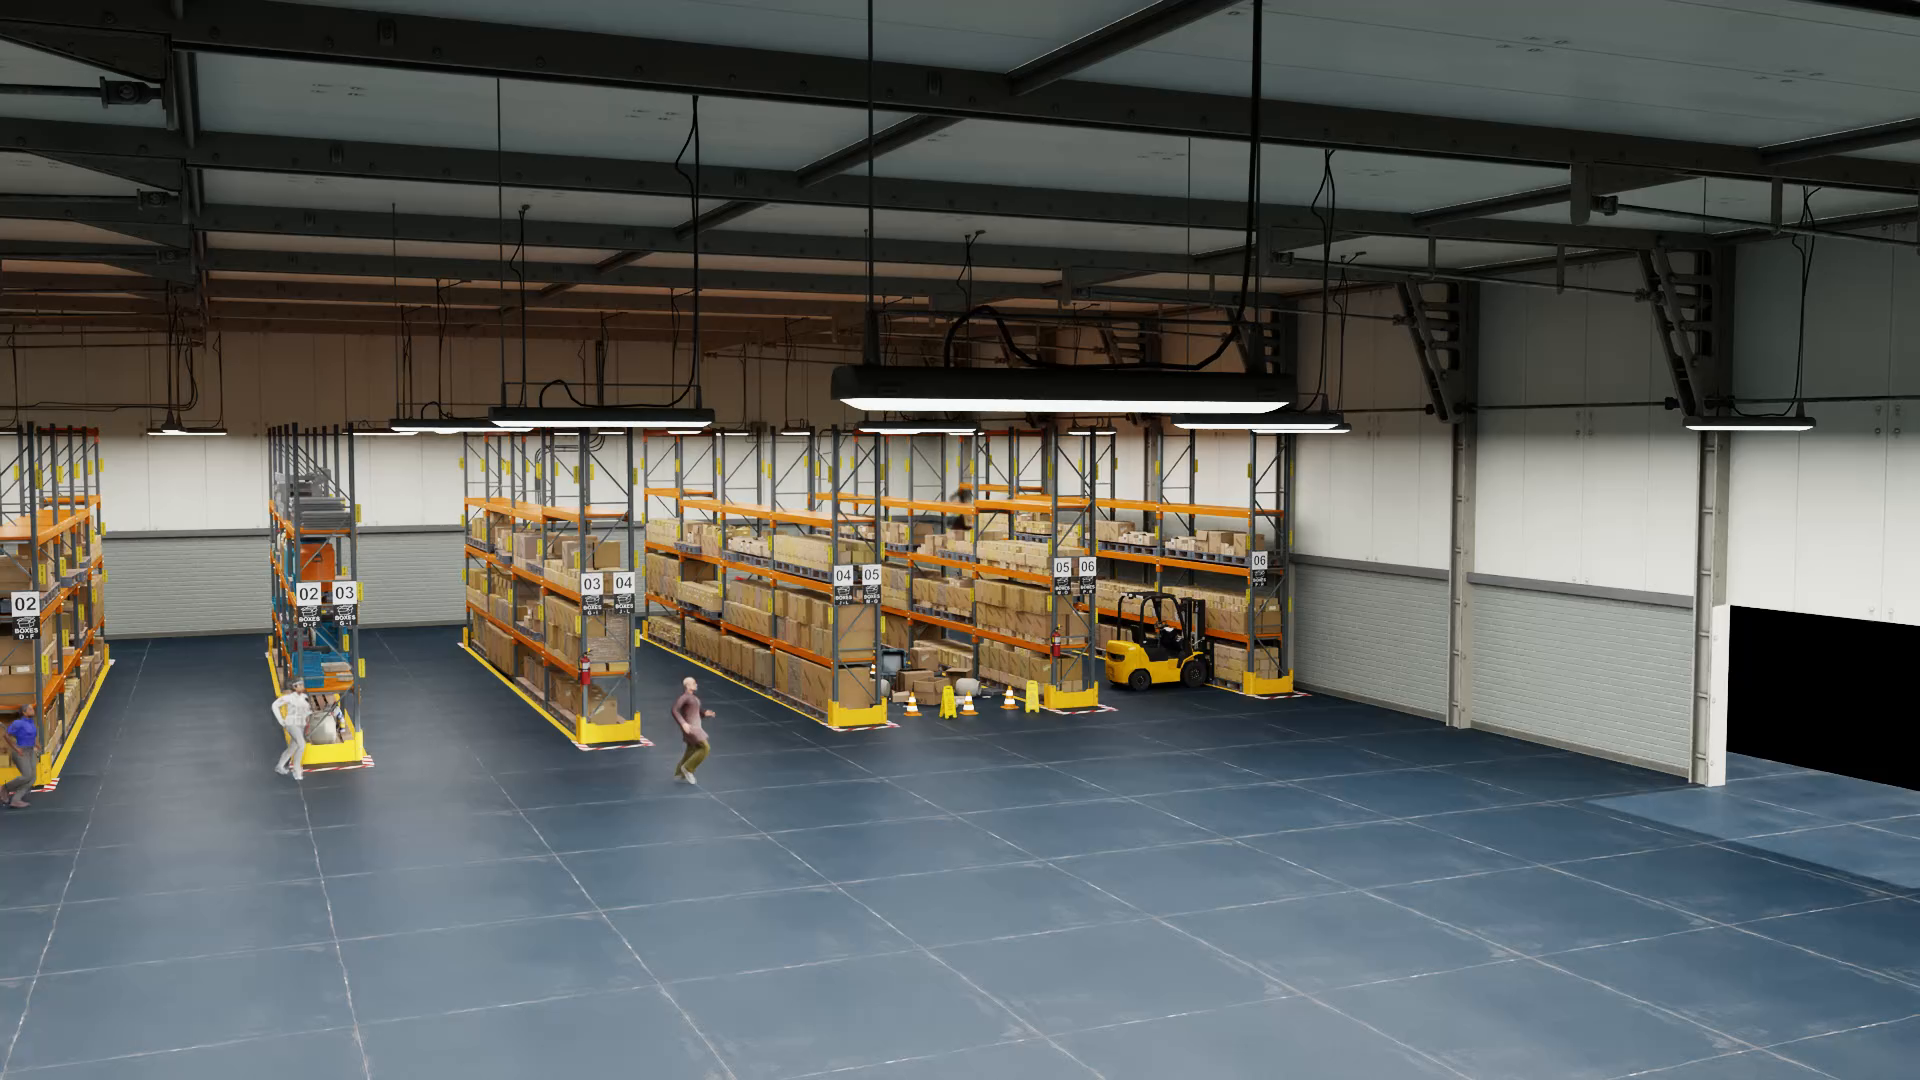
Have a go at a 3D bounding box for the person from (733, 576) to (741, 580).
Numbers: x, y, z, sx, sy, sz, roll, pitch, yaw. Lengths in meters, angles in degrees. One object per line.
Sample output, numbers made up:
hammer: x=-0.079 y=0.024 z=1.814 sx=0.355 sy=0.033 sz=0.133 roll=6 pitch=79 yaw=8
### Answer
person: x=-6.324 y=1.921 z=47.395 sx=0.683 sy=1.768 sz=0.928 roll=-3 pitch=5 yaw=-40

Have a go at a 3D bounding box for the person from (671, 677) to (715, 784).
person: x=-4.415 y=3.153 z=27.553 sx=0.725 sy=1.760 sz=0.688 roll=0 pitch=3 yaw=1

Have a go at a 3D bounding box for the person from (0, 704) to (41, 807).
person: x=-14.647 y=3.350 z=25.998 sx=0.539 sy=1.568 sz=0.595 roll=0 pitch=3 yaw=1

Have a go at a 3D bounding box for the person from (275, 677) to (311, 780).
person: x=-11.302 y=3.190 z=28.151 sx=0.629 sy=1.732 sz=0.528 roll=1 pitch=4 yaw=17
